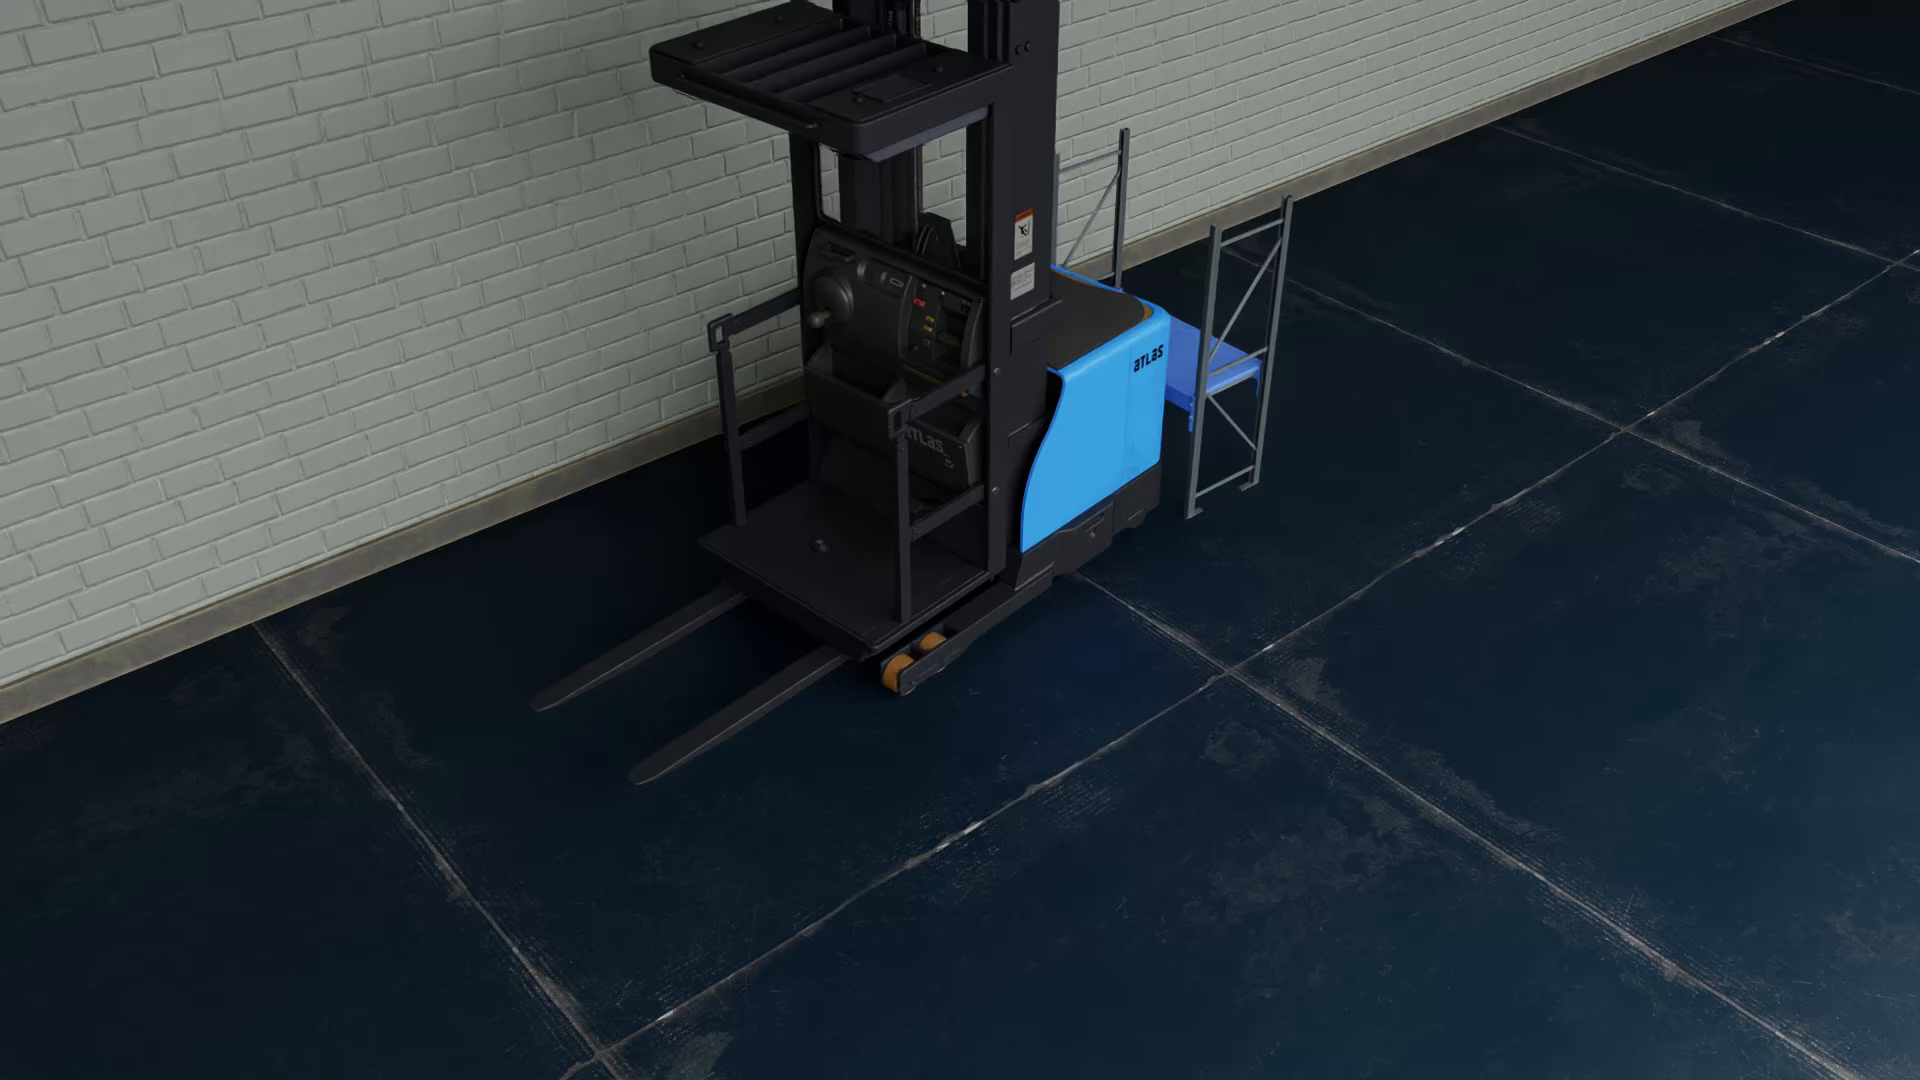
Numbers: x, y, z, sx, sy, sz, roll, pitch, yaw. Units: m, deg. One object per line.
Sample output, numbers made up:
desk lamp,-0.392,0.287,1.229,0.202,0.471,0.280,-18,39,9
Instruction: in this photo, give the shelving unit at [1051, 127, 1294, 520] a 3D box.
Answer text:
shelving unit,0.936,-1.034,7.912,0.538,1.500,1.048,-26,43,-31

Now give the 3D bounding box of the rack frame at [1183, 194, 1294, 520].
rack frame,1.261,-0.808,7.593,0.500,1.500,0.032,-26,43,-31

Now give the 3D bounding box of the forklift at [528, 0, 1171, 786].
forklift,-0.415,-0.892,6.473,1.130,2.935,3.031,28,44,33

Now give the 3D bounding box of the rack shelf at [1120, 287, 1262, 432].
rack shelf,0.936,-0.887,8.016,0.538,0.185,1.000,-26,43,-31

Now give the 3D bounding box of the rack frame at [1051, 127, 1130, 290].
rack frame,0.611,-1.259,8.231,0.500,1.500,0.032,-26,43,-31
